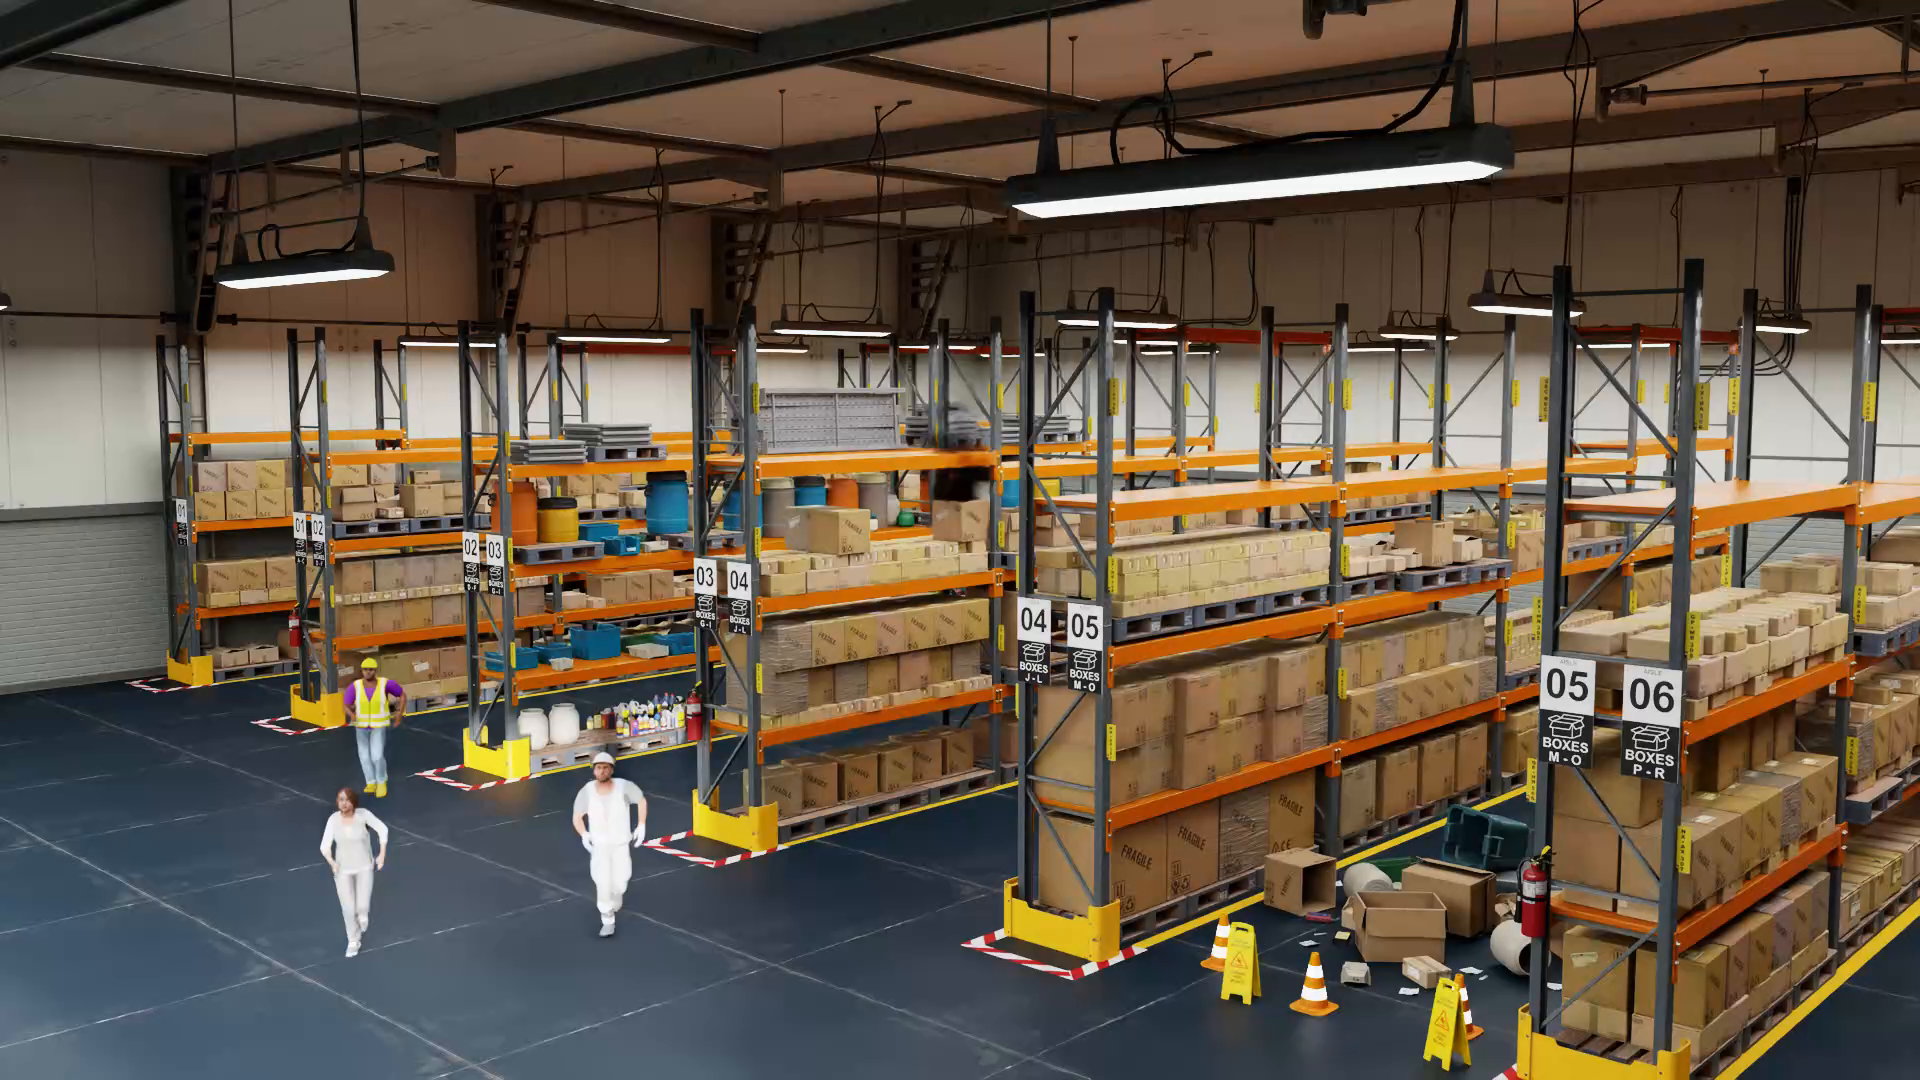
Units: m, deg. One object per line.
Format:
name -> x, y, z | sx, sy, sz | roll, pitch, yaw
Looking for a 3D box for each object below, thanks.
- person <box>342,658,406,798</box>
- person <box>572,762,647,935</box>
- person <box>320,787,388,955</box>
person -> -7.344, 2.355, 20.771 | 0.703, 1.779, 0.680 | -1, 5, -8
person -> -3.280, 2.864, 15.587 | 0.685, 1.695, 0.664 | -1, 5, -8
person -> -5.470, 2.991, 15.023 | 0.566, 1.559, 0.603 | -1, 5, -12
